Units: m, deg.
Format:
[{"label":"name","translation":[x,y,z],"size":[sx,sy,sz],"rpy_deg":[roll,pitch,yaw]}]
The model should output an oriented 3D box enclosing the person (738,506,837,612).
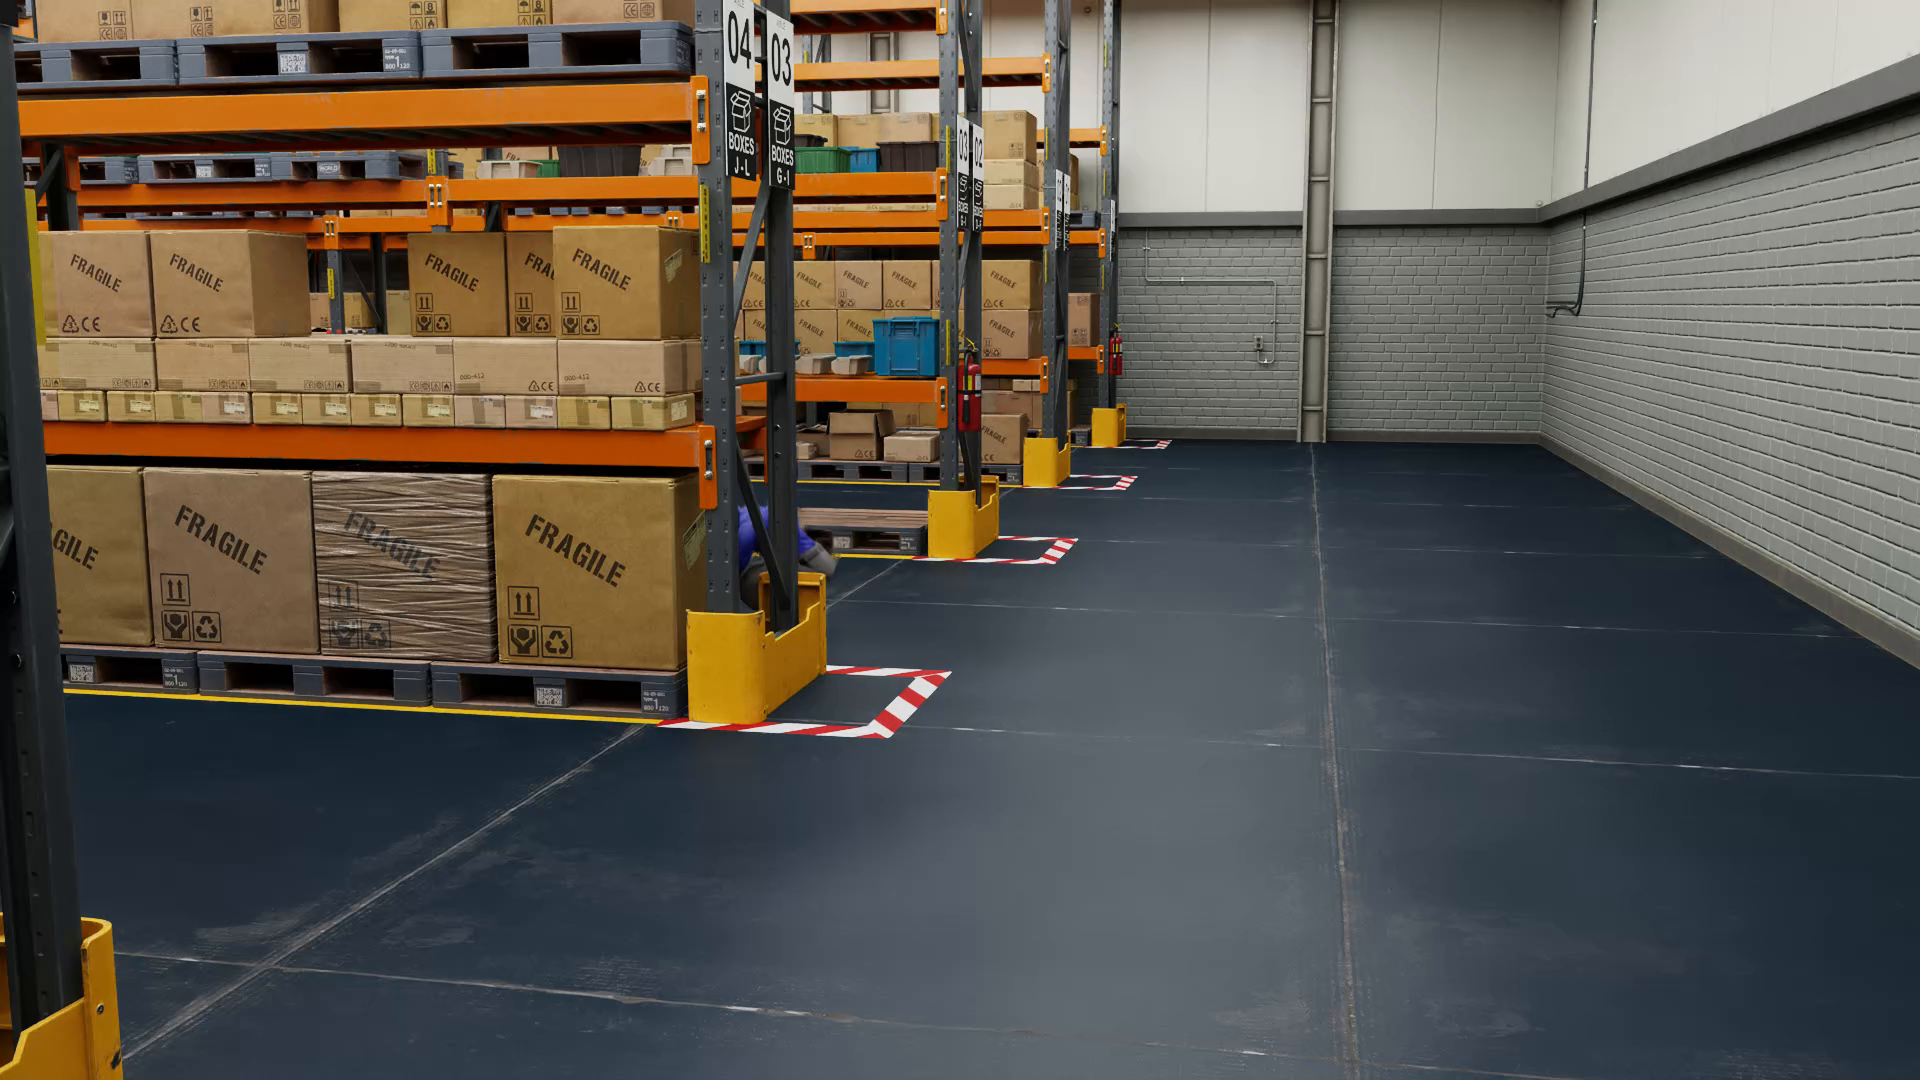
[{"label":"person","translation":[-1.114,0.149,9.421],"size":[0.827,0.815,0.479],"rpy_deg":[0,8,-2]}]
